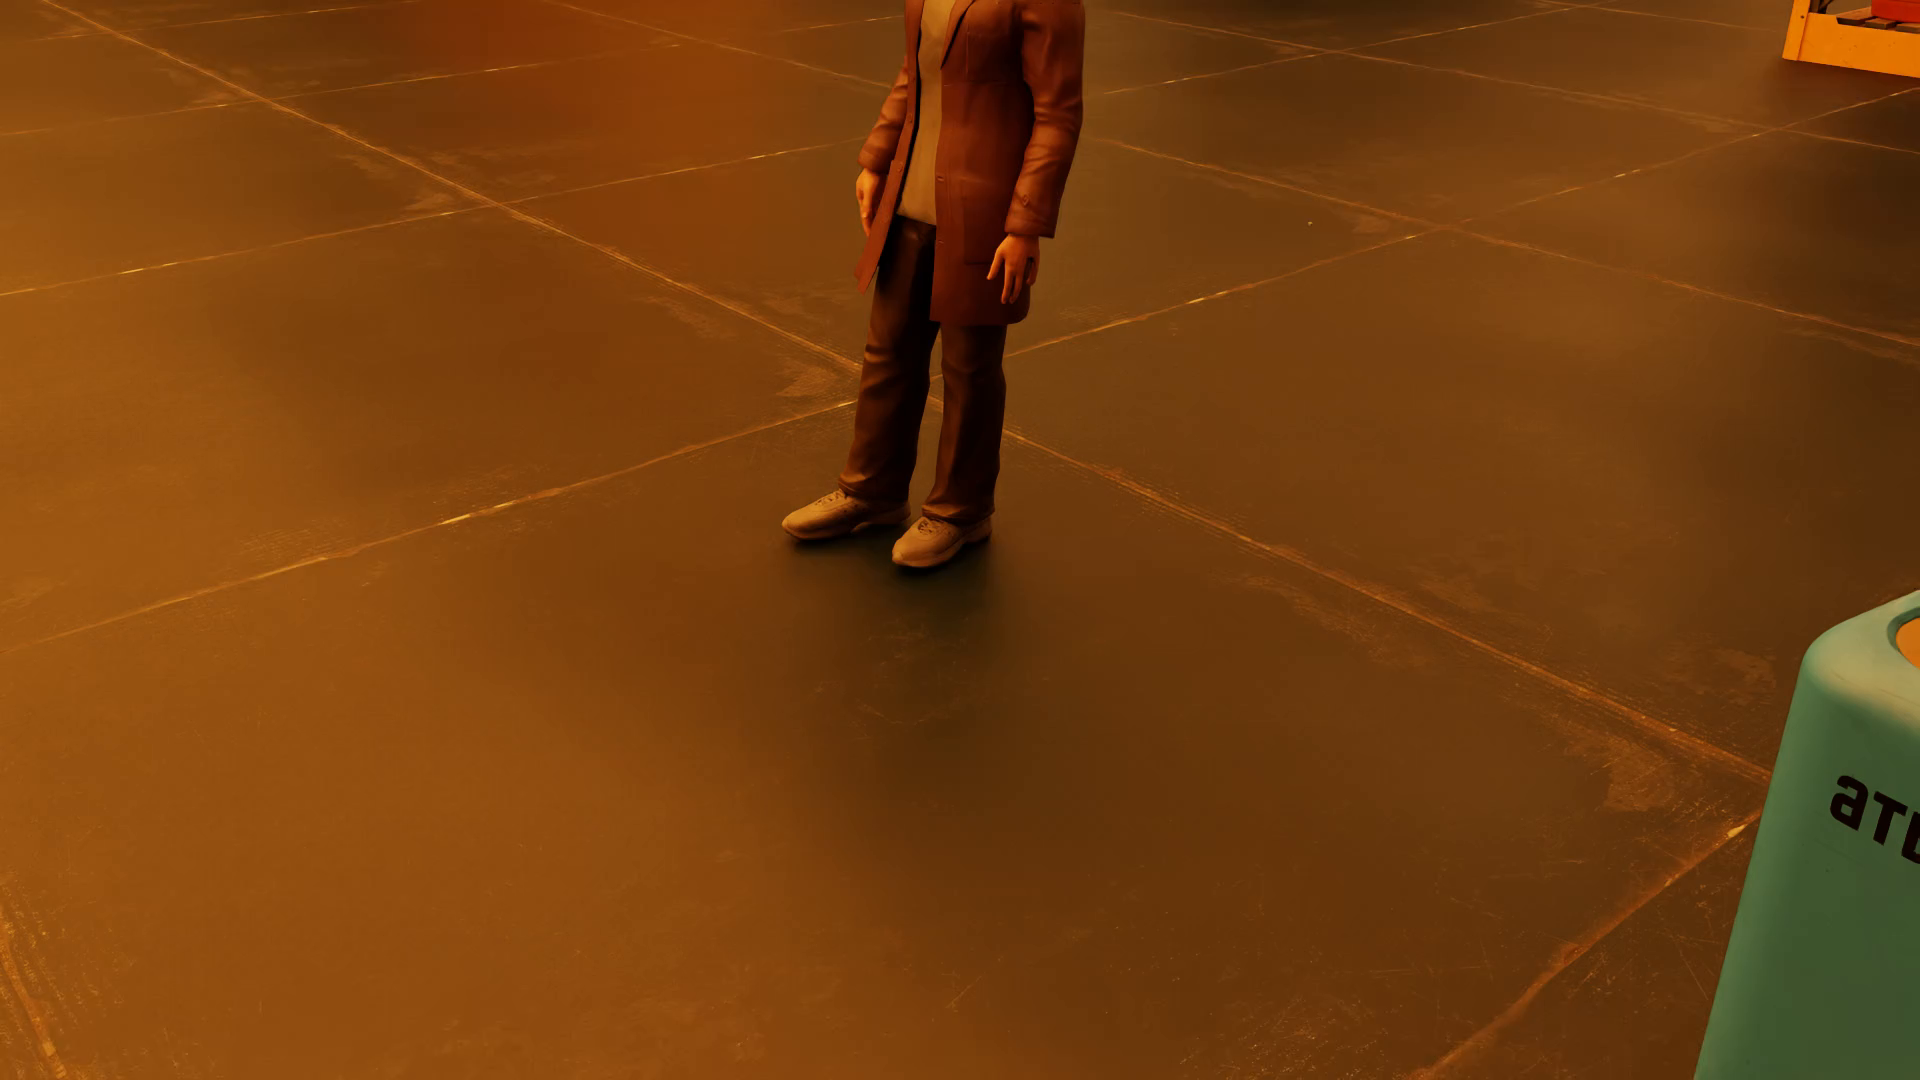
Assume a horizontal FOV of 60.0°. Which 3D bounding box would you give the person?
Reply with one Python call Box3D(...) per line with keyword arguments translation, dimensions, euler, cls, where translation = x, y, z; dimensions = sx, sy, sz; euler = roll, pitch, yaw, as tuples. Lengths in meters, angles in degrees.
Box3D(translation=(-0.075, -0.777, 4.051), dimensions=(0.574, 1.777, 0.696), euler=(-20, 33, -35), cls="person")
